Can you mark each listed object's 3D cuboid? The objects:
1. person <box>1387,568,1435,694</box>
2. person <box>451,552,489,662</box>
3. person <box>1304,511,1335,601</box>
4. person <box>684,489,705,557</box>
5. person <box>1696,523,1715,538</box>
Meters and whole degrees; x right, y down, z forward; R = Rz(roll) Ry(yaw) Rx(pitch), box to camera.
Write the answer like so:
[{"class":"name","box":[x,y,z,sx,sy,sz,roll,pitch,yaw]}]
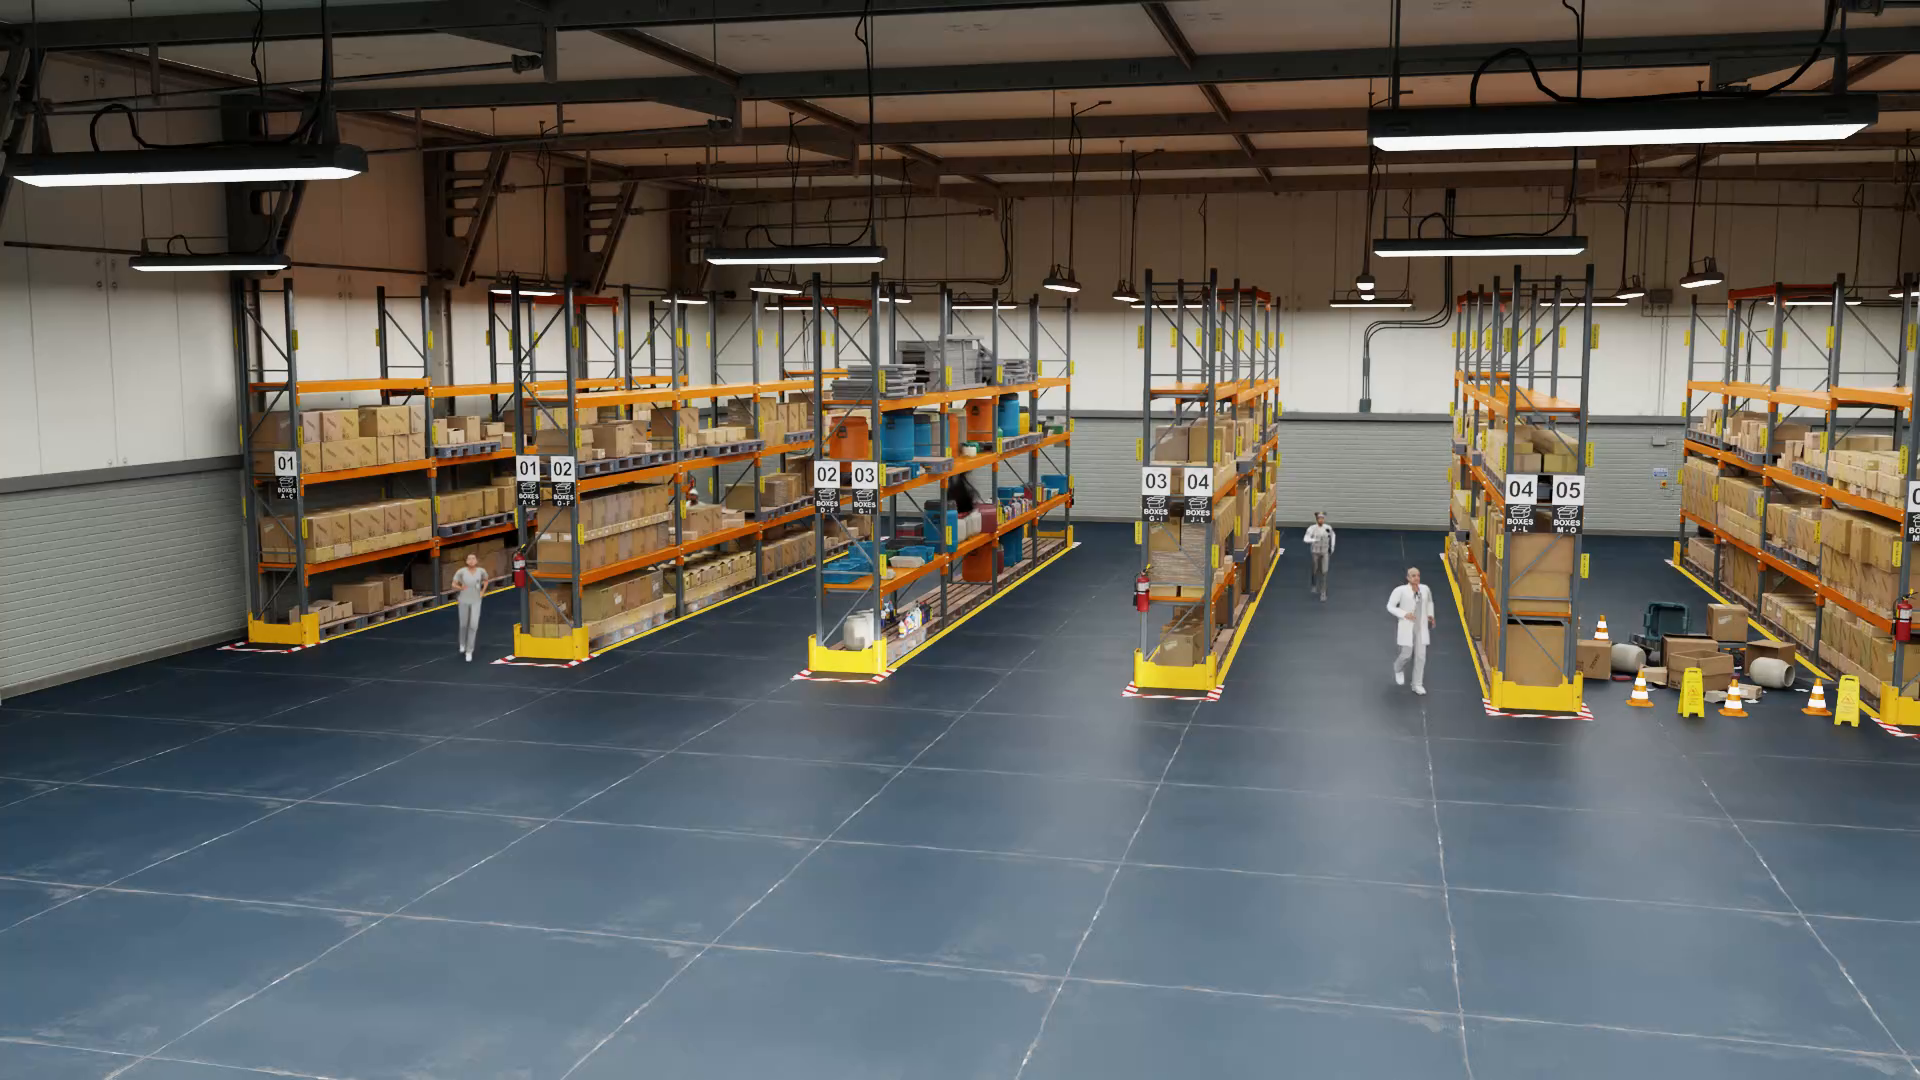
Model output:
[{"class":"person","box":[6.469,1.274,23.823,0.735,1.765,0.855,-1,7,-7]},{"class":"person","box":[-7.736,1.023,26.312,0.576,1.701,0.859,-2,7,-16]},{"class":"person","box":[6.980,0.276,32.296,0.629,1.722,0.866,1,7,6]},{"class":"person","box":[-5.808,-0.206,36.179,0.655,1.806,0.729,1,7,8]},{"class":"person","box":[17.211,-0.424,38.201,0.772,1.730,0.721,-7,10,-44]}]
